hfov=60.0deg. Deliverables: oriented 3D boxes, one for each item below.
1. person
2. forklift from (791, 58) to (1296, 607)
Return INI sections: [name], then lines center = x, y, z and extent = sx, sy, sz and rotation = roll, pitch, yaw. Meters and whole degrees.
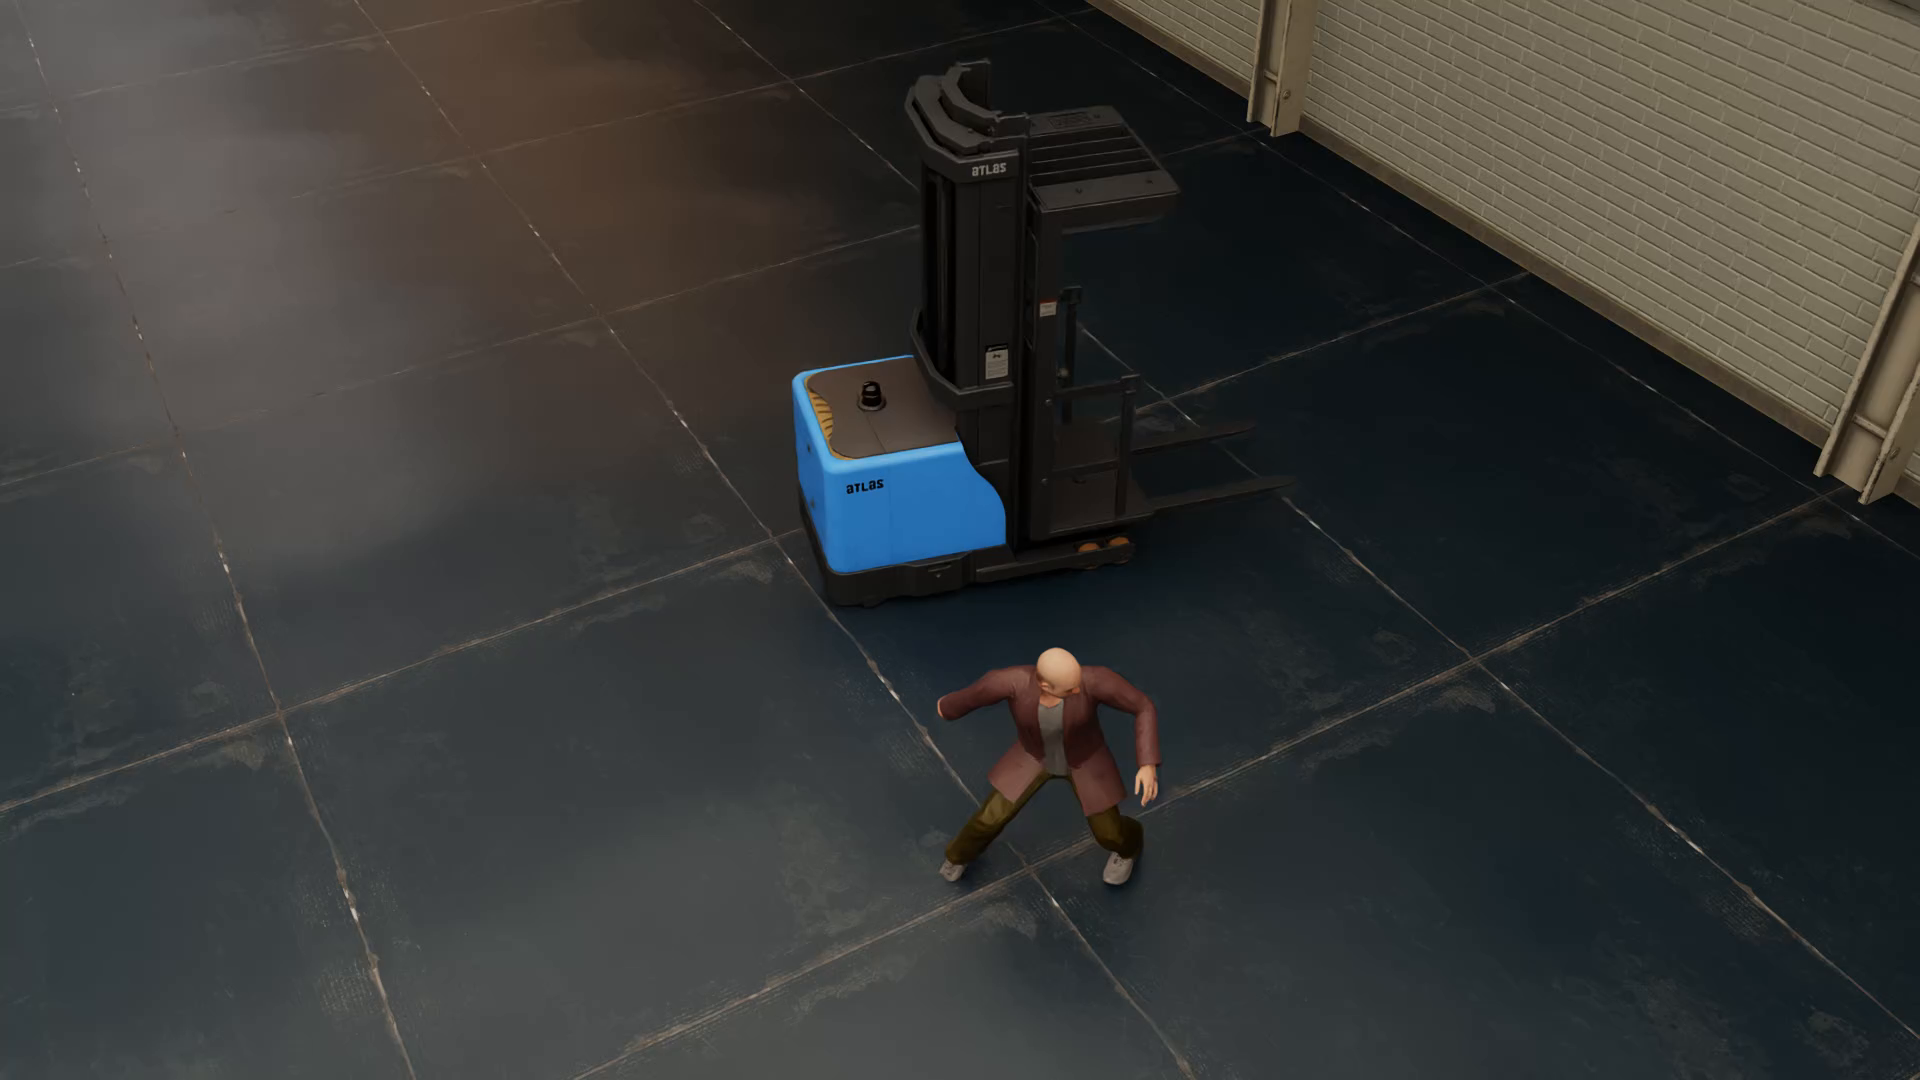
[person]
center = 0.392, 1.079, 7.865
extent = 1.118, 1.731, 0.614
rotation = 7, 40, 9
[forklift]
center = 0.564, -1.261, 9.556
extent = 3.031, 2.935, 1.130
rotation = -10, 41, -12
